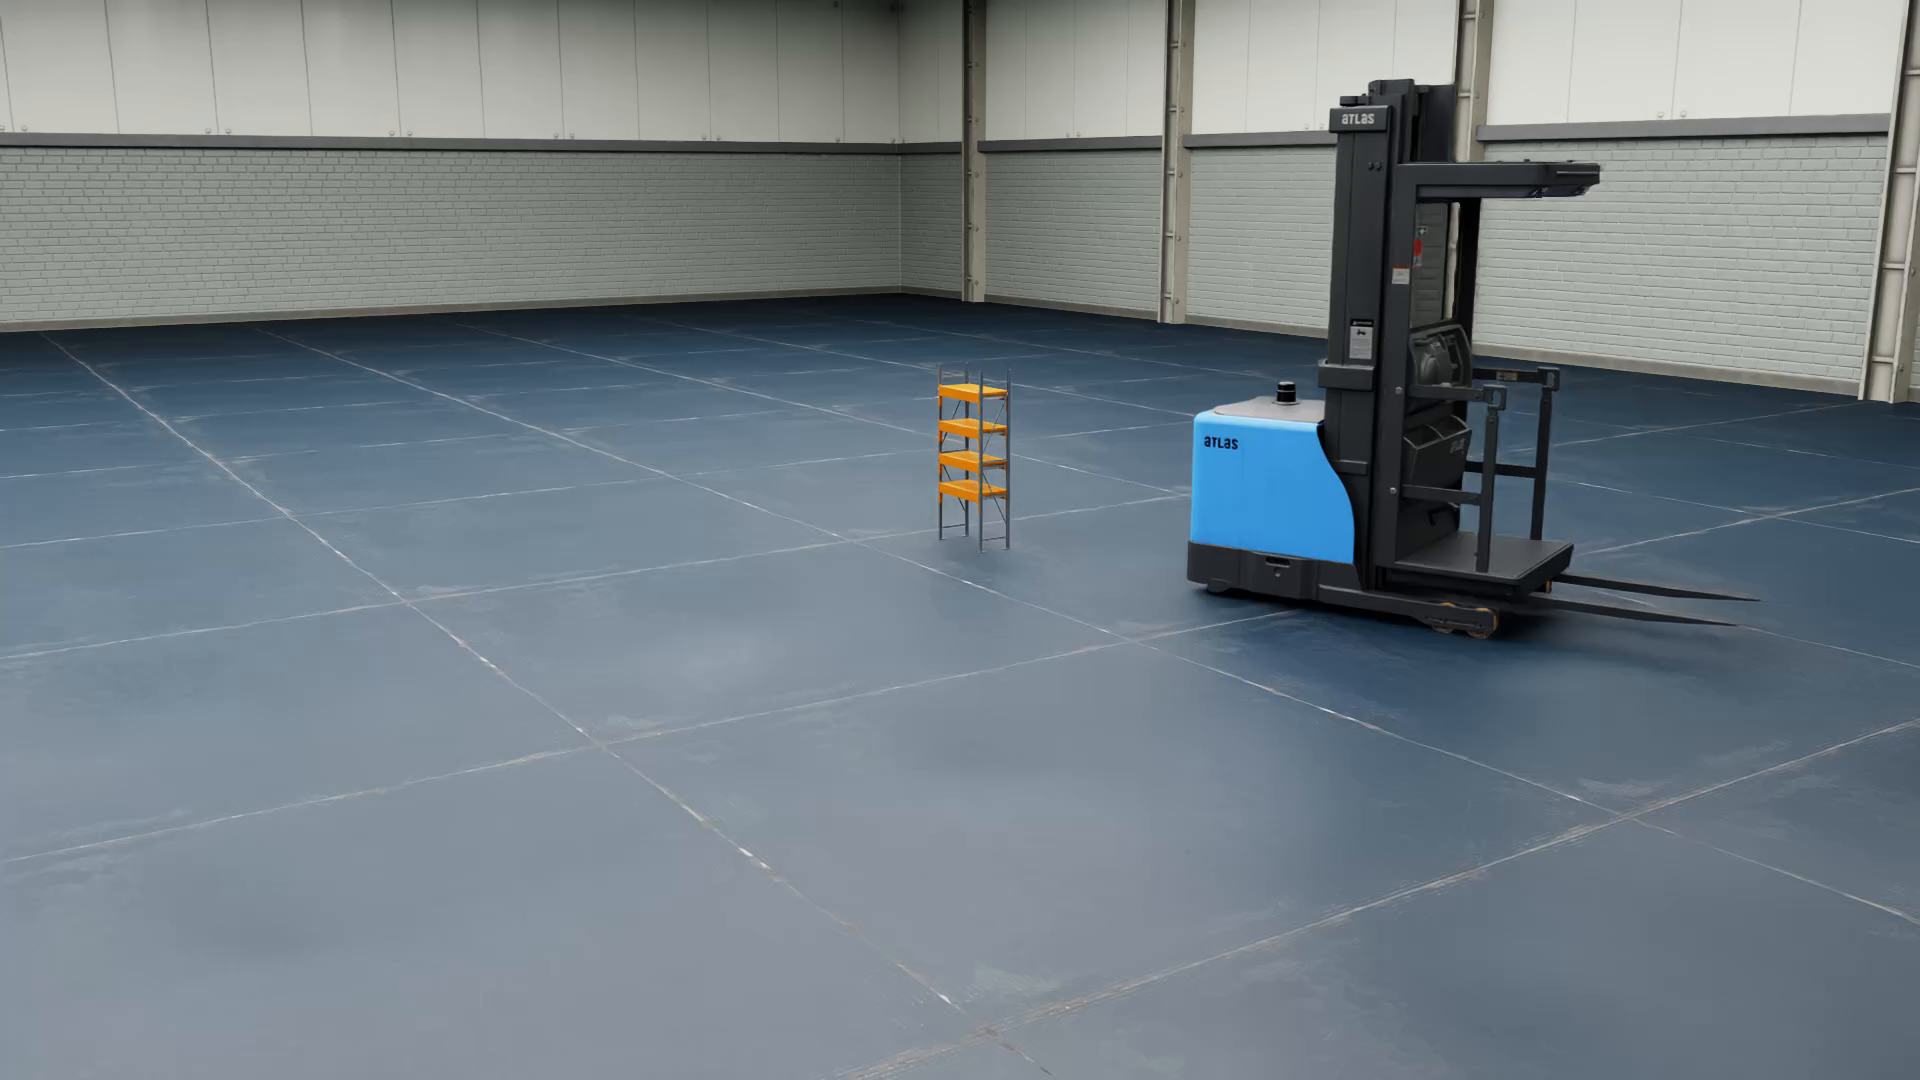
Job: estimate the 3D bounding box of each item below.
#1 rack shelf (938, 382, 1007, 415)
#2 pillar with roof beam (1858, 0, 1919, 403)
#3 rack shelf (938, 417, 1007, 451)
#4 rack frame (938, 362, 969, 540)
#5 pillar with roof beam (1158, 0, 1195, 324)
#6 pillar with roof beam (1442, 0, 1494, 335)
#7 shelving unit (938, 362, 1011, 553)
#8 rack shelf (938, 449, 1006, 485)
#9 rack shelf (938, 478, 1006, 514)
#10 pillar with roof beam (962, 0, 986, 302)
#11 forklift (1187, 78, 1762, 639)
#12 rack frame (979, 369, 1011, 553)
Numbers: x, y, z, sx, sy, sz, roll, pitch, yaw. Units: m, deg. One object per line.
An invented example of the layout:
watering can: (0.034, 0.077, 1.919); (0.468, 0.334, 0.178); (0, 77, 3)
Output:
rack shelf: (0.092, -0.941, 11.015); (0.258, 0.148, 0.480); (-8, 15, -33)
pillar with roof beam: (6.660, -5.439, 15.170); (9.100, 9.000, 0.400); (-8, 15, -33)
rack shelf: (0.092, -0.710, 11.066); (0.258, 0.148, 0.480); (-8, 15, -33)
rack frame: (-0.043, -0.600, 11.297); (0.240, 1.200, 0.015); (-8, 15, -33)
pillar with roof beam: (0.011, -7.573, 24.929); (9.100, 9.000, 0.400); (-8, 15, -33)
pillar with roof beam: (3.336, -6.506, 20.050); (9.100, 9.000, 0.400); (-8, 15, -33)
shelving unit: (0.092, -0.557, 11.099); (0.258, 1.200, 0.503); (-8, 15, -33)
rack shelf: (0.092, -0.491, 11.113); (0.258, 0.148, 0.480); (-8, 15, -33)
rack shelf: (0.092, -0.297, 11.156); (0.258, 0.148, 0.480); (-8, 15, -33)
pillar with roof beam: (-3.313, -8.640, 29.809); (9.100, 9.000, 0.400); (-8, 15, -33)
forklift: (2.859, -1.030, 9.212); (3.031, 2.935, 1.130); (8, 15, 34)
rack frame: (0.227, -0.513, 10.901); (0.240, 1.200, 0.015); (-8, 15, -33)
